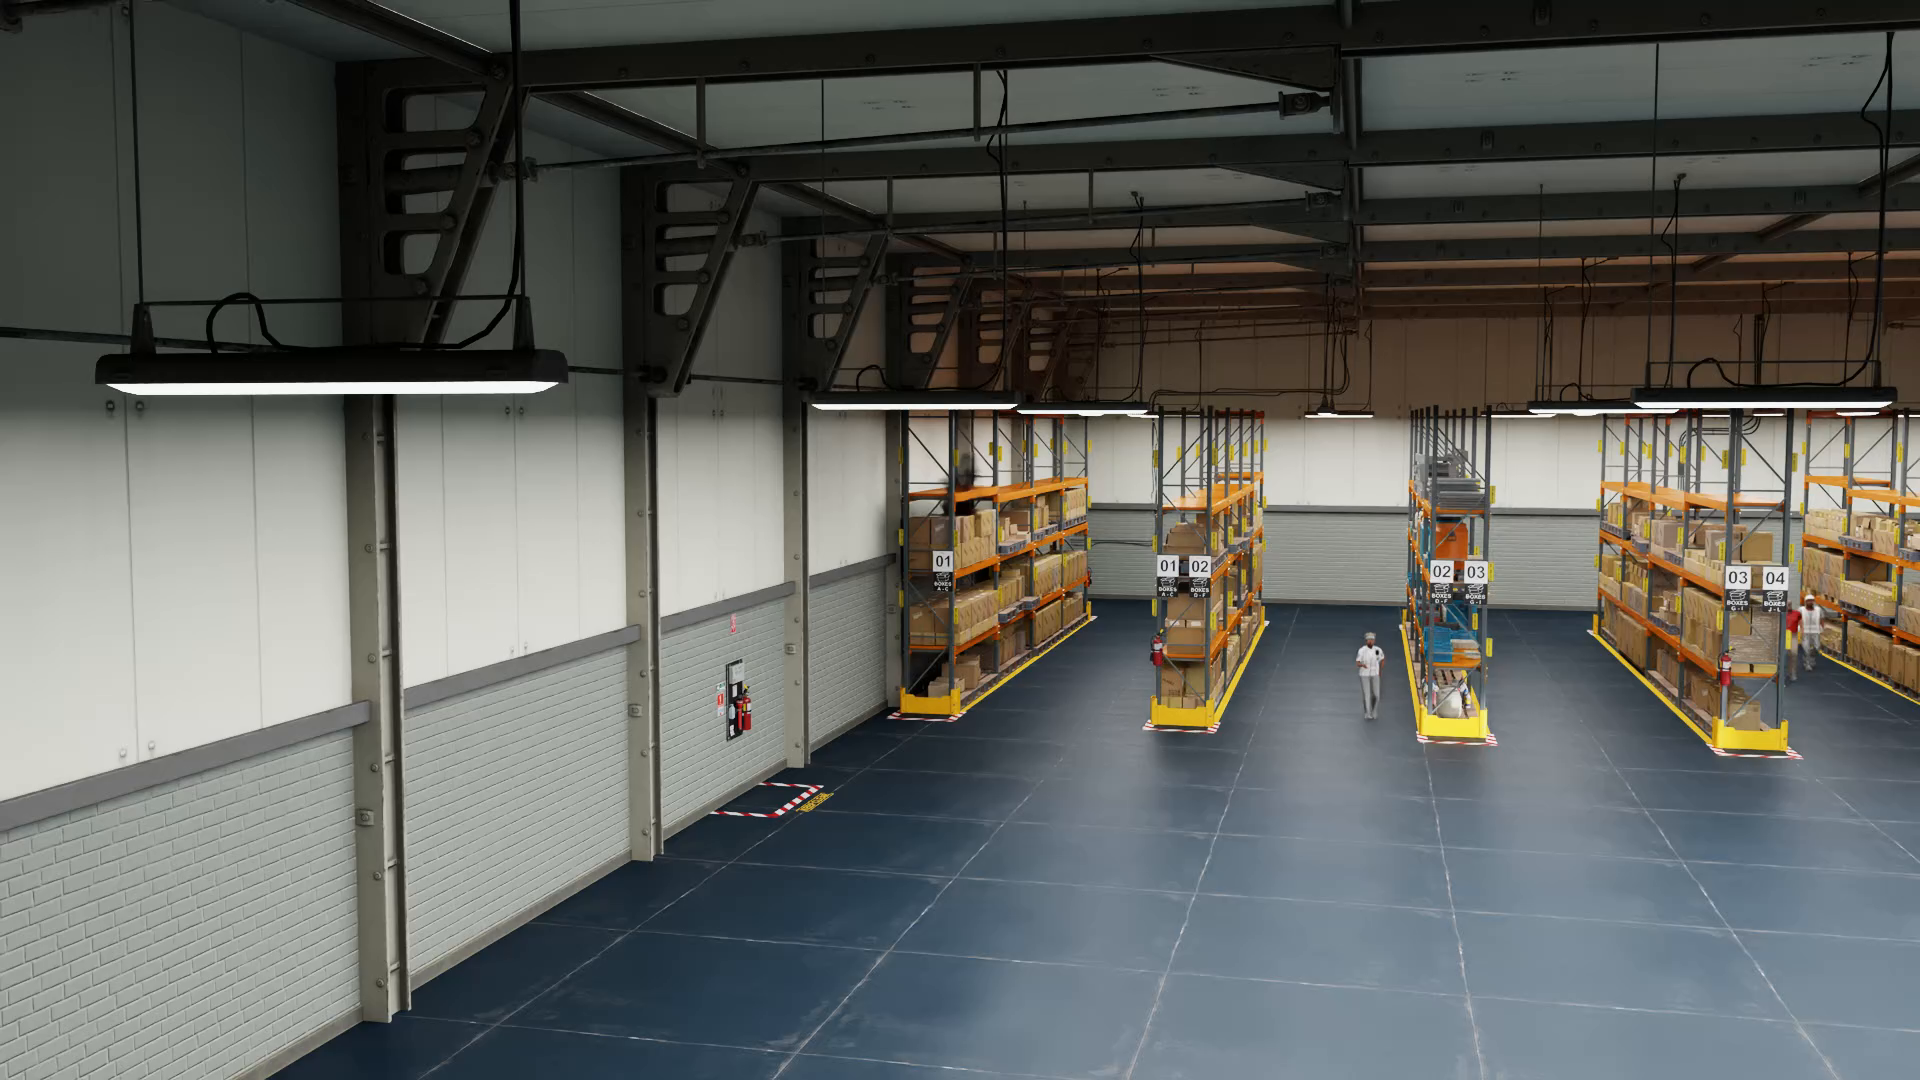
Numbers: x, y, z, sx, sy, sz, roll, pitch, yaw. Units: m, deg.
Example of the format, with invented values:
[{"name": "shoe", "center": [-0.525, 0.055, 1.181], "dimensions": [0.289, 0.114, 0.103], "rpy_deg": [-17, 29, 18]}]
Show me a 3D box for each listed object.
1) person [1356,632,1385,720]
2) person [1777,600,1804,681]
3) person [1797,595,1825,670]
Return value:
[{"name": "person", "center": [7.851, 2.606, 31.761], "dimensions": [0.560, 1.685, 0.605], "rpy_deg": [1, 4, 10]}, {"name": "person", "center": [18.432, 2.209, 37.061], "dimensions": [0.672, 1.771, 0.955], "rpy_deg": [1, 4, 14]}, {"name": "person", "center": [19.434, 2.123, 38.038], "dimensions": [0.657, 1.735, 0.587], "rpy_deg": [1, 4, 19]}]
